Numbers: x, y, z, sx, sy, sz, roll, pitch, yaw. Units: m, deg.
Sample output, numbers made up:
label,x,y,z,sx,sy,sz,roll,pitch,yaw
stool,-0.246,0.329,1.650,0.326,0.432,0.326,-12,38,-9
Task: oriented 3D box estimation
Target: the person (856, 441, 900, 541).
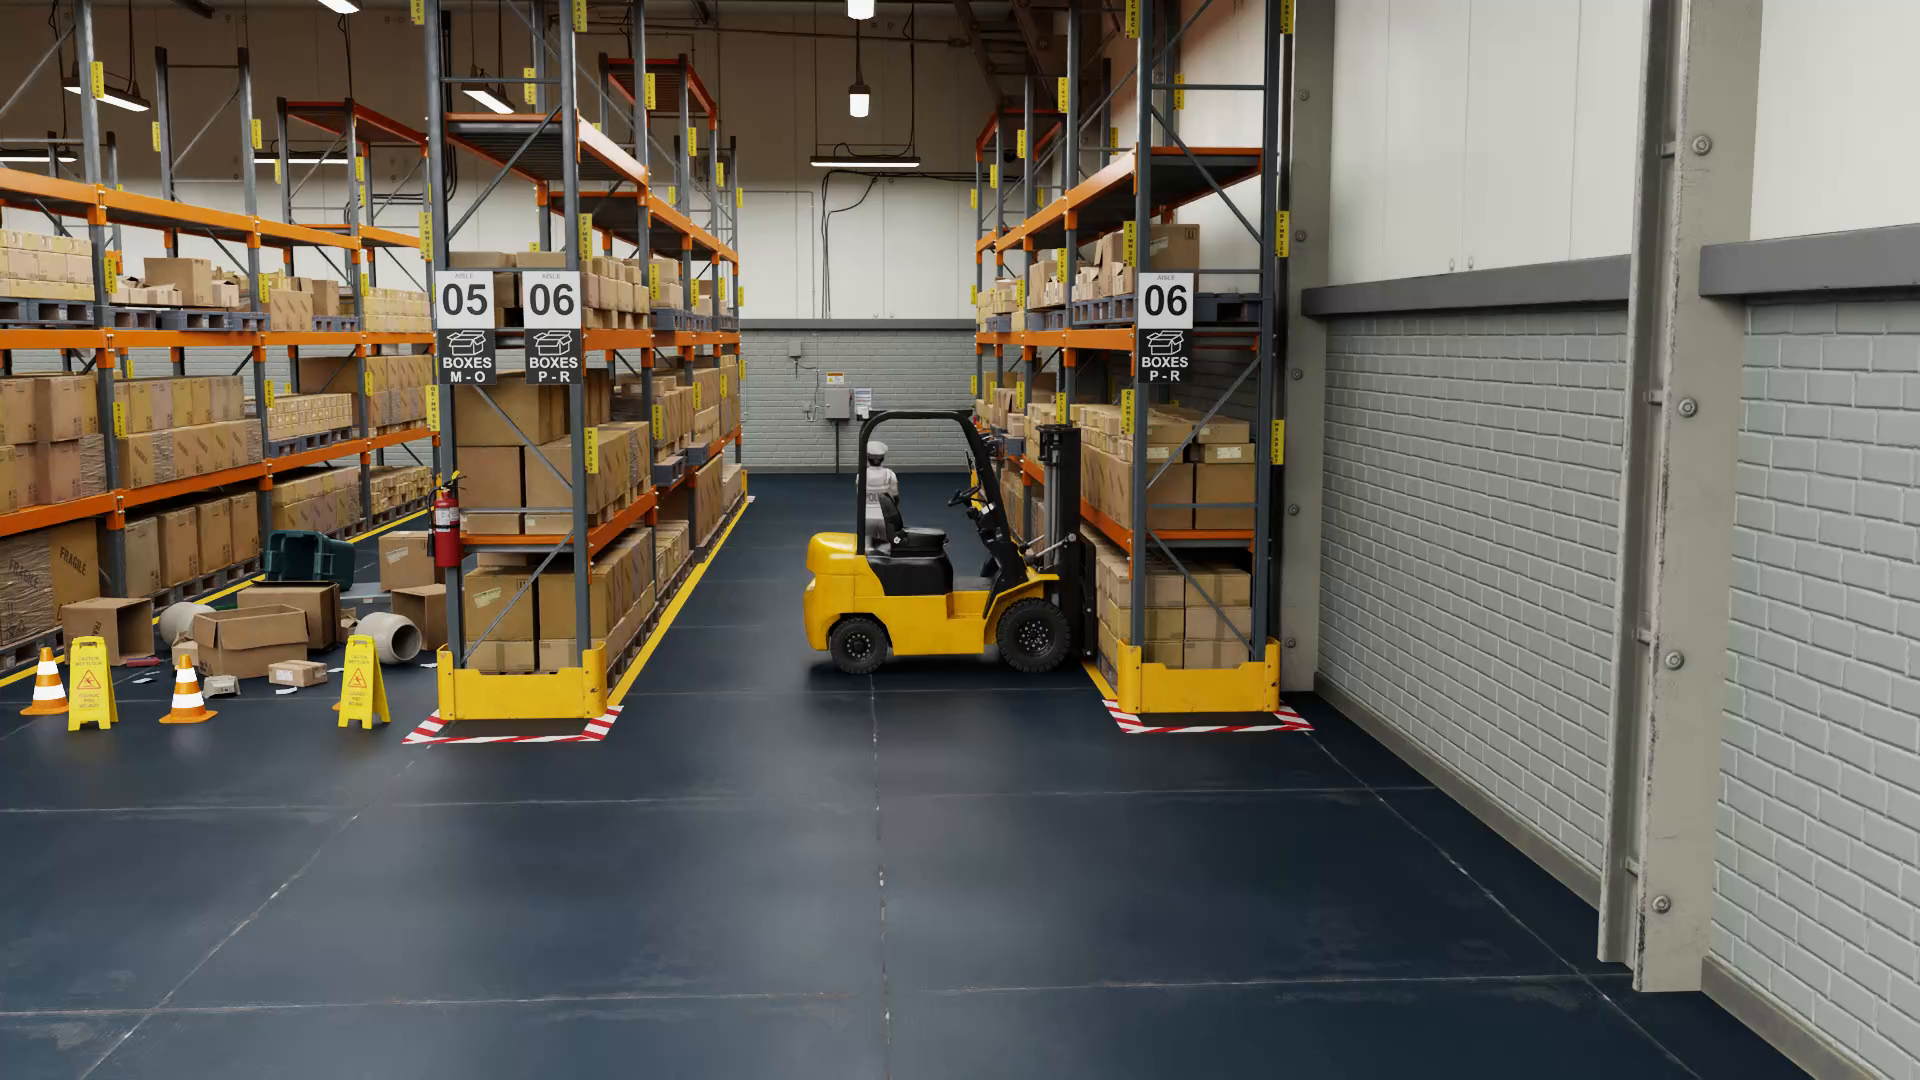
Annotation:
label,x,y,z,sx,sy,sz,roll,pitch,yaw
person,-0.848,-0.186,17.171,0.450,1.688,0.539,0,7,-3
